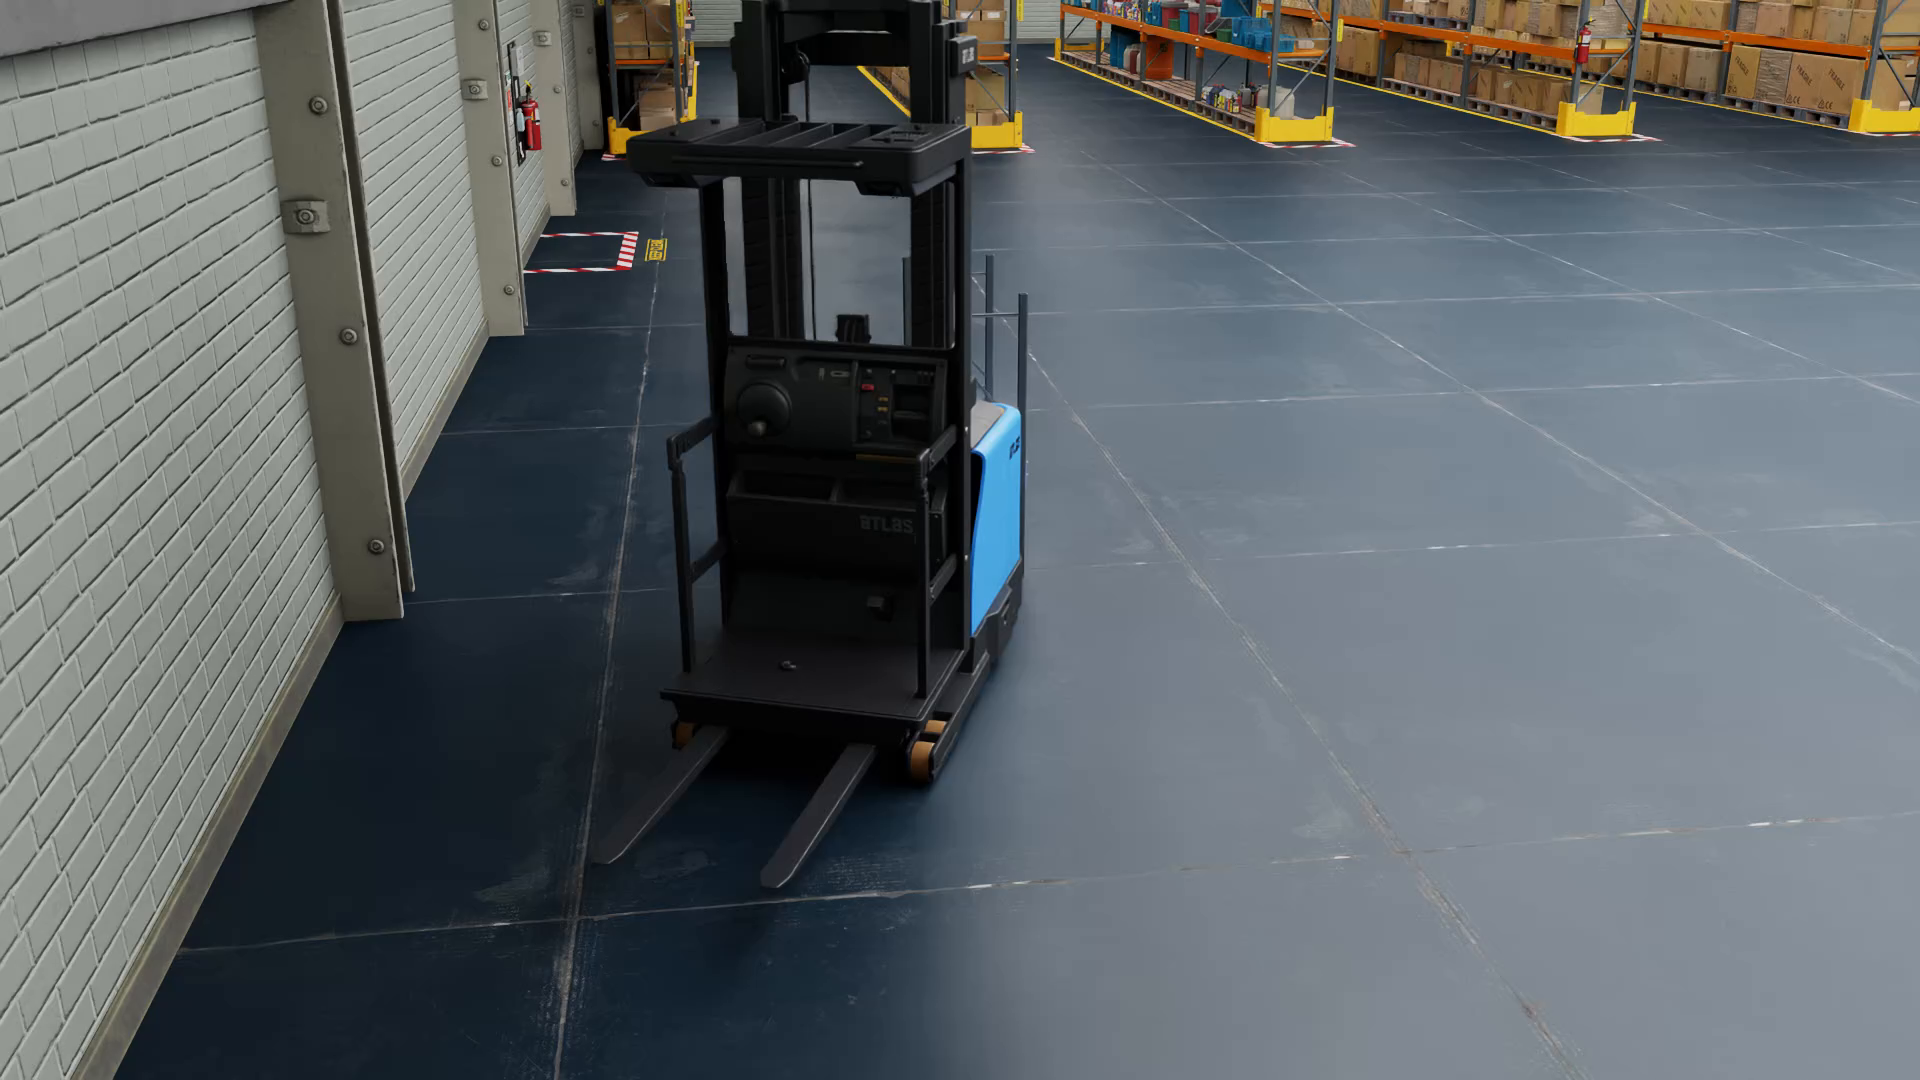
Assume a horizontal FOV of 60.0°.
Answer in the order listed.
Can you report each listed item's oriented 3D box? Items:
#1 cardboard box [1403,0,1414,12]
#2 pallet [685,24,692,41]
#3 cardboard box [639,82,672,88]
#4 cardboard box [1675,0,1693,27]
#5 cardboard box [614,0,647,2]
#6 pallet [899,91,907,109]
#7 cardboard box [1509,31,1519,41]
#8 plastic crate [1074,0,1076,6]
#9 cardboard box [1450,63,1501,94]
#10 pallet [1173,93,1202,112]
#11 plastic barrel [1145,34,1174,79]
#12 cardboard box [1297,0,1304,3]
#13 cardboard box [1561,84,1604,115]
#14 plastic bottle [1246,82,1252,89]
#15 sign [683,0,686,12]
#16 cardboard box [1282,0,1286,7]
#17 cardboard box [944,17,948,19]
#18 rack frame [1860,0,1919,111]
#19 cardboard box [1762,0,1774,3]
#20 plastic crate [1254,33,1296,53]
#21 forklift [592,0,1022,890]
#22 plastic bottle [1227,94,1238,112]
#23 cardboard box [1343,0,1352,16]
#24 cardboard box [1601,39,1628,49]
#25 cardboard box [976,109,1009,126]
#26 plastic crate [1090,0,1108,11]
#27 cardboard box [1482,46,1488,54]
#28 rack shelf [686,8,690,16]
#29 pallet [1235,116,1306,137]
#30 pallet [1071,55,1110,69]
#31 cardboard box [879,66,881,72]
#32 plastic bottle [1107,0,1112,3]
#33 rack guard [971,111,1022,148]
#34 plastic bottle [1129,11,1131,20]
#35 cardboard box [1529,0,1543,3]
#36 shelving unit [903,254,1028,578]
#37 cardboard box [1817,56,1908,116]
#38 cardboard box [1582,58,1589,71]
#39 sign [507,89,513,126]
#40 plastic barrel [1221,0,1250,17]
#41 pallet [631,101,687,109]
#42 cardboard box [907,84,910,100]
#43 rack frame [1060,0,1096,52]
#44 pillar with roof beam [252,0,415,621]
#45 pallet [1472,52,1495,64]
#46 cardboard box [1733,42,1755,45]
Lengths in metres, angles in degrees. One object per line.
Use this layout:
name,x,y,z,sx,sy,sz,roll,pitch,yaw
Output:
cardboard box,9.104,-10.693,32.815,0.500,0.500,0.500,-6,21,-14
pallet,-5.108,-8.682,28.449,1.003,0.211,1.213,-3,21,-8
cardboard box,-4.953,-7.178,27.091,0.500,0.500,0.500,-4,21,-12
cardboard box,14.000,-10.029,31.637,0.500,0.500,0.500,-3,21,-7
cardboard box,-4.985,-7.911,25.225,0.500,0.500,0.500,-3,21,-9
pallet,-0.565,-8.121,30.658,1.003,0.211,1.213,-3,21,-8
cardboard box,9.526,-8.523,28.109,0.380,0.149,0.250,-3,21,-8
plastic crate,2.831,-12.546,38.674,0.416,0.233,0.300,-3,21,-8
cardboard box,9.496,-8.498,30.626,0.700,0.500,0.500,-5,21,-12
pallet,4.510,-7.963,30.235,1.003,0.211,1.213,-3,21,-8
plastic barrel,3.998,-9.733,33.490,0.600,0.830,0.708,-3,21,-8
cardboard box,8.009,-12.407,37.937,0.500,0.250,0.500,-2,21,-6
cardboard box,10.066,-7.107,26.931,0.500,0.500,0.500,1,20,2
plastic bottle,5.040,-7.756,28.853,0.144,0.351,0.185,-3,21,-9
sign,-4.606,-8.935,27.616,0.100,0.325,0.005,-3,21,-8
cardboard box,7.781,-12.614,39.062,0.380,0.149,0.250,-3,21,-9
cardboard box,0.135,-7.929,26.015,0.700,0.500,0.500,-3,21,-7
rack frame,15.062,-8.080,26.562,1.000,3.000,0.127,-3,21,-8
cardboard box,14.699,-9.727,29.214,0.875,0.550,0.550,-3,21,-8
plastic crate,4.870,-7.703,25.766,0.499,0.251,0.616,-3,21,-8
forklift,-0.556,-0.554,6.511,1.130,2.935,3.031,5,21,13
plastic bottle,4.530,-7.247,27.597,0.152,0.276,0.135,-3,21,-7
cardboard box,8.453,-11.368,35.224,0.500,0.500,0.500,-3,21,-7
cardboard box,10.334,-7.857,26.326,0.380,0.149,0.250,-3,21,-8
cardboard box,0.479,-6.472,25.586,0.500,0.250,0.500,-3,21,-8
plastic crate,3.104,-11.934,36.820,0.392,0.384,0.575,-3,21,-8
cardboard box,12.751,-11.748,39.858,0.380,0.149,0.250,-3,21,-8
rack shelf,-6.583,-11.625,37.083,1.077,0.370,4.000,-3,21,-8
pallet,5.069,-6.614,26.623,1.003,0.211,1.213,-3,21,-8
pallet,3.185,-11.139,38.739,1.003,0.211,1.213,-3,21,-8
cardboard box,-1.413,-10.019,34.697,0.500,0.500,0.500,-3,21,-7
plastic bottle,3.244,-11.594,36.042,0.144,0.351,0.185,-3,21,-8
rack guard,0.340,-6.187,25.066,1.175,0.500,0.348,-3,21,-8
plastic bottle,3.503,-10.699,33.859,0.097,0.201,0.097,0,20,0
cardboard box,9.668,-9.043,27.144,0.500,0.500,0.500,-3,21,-8
shelving unit,0.012,-0.673,8.875,0.538,1.500,1.048,-3,21,-8
cardboard box,14.899,-7.512,27.480,0.875,0.875,0.875,-3,21,-7
cardboard box,13.484,-10.270,35.398,0.500,0.500,0.500,-2,21,-6
sign,-4.361,-4.199,16.120,0.001,0.329,0.234,-3,21,-8
plastic barrel,4.906,-9.383,29.336,0.600,0.901,0.708,-3,21,-8
pallet,-5.256,-7.463,28.896,1.003,0.211,1.213,-3,21,-8
cardboard box,-0.658,-7.964,29.581,0.500,0.250,0.500,-3,21,-9
rack frame,2.932,-13.154,40.149,1.000,3.000,0.127,-3,21,-8
pillar with roof beam,1.332,-4.109,7.356,9.100,9.000,0.400,-3,21,-8
pallet,13.021,-11.582,39.925,1.003,0.211,1.213,-3,21,-8
cardboard box,18.385,-11.510,38.182,0.875,0.875,0.875,-2,21,-6
